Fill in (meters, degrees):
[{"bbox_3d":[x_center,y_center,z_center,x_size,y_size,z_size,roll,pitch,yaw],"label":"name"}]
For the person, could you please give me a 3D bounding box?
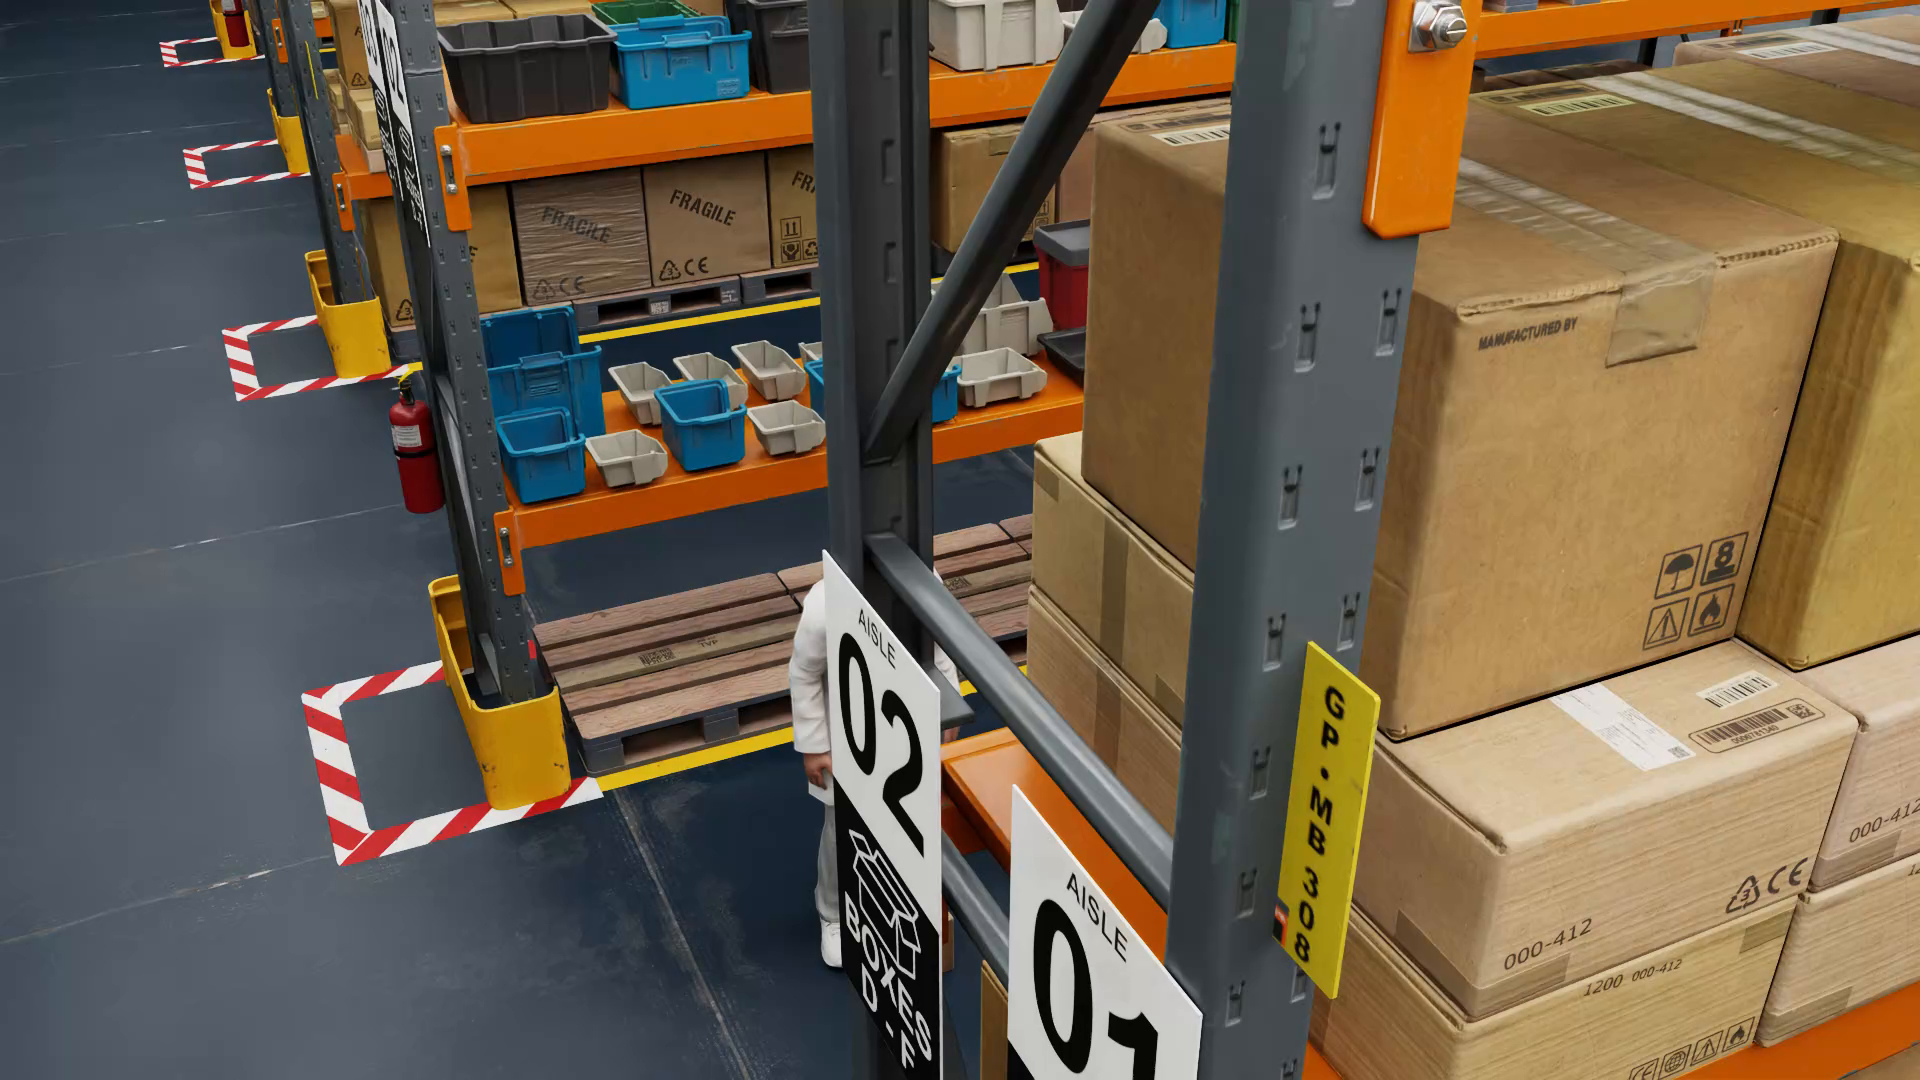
[{"bbox_3d":[-0.290,0.684,5.942,0.656,1.744,0.417,-14,32,-24],"label":"person"}]
